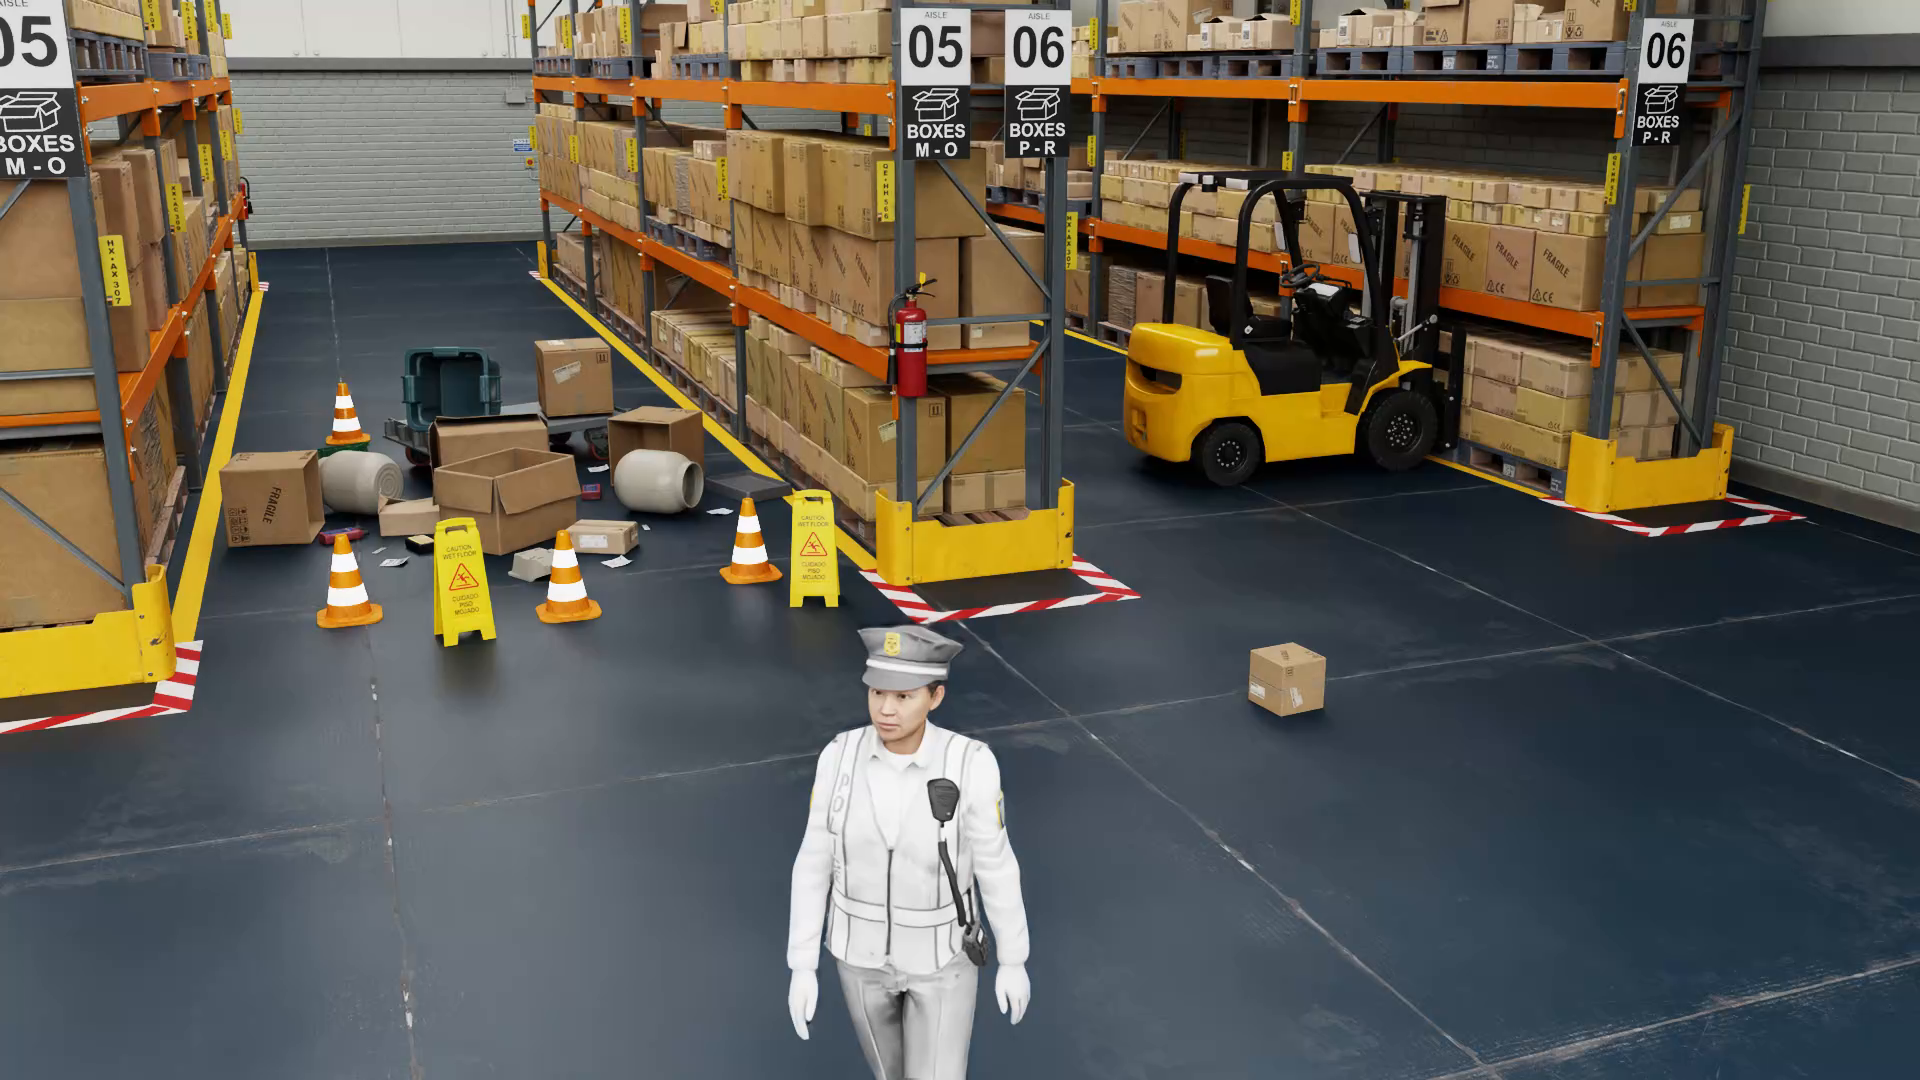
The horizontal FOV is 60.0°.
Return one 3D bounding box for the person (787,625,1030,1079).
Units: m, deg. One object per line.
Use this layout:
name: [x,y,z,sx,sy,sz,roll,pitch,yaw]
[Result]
person: [-0.128,1.023,3.884,0.548,1.742,0.638,4,16,14]
